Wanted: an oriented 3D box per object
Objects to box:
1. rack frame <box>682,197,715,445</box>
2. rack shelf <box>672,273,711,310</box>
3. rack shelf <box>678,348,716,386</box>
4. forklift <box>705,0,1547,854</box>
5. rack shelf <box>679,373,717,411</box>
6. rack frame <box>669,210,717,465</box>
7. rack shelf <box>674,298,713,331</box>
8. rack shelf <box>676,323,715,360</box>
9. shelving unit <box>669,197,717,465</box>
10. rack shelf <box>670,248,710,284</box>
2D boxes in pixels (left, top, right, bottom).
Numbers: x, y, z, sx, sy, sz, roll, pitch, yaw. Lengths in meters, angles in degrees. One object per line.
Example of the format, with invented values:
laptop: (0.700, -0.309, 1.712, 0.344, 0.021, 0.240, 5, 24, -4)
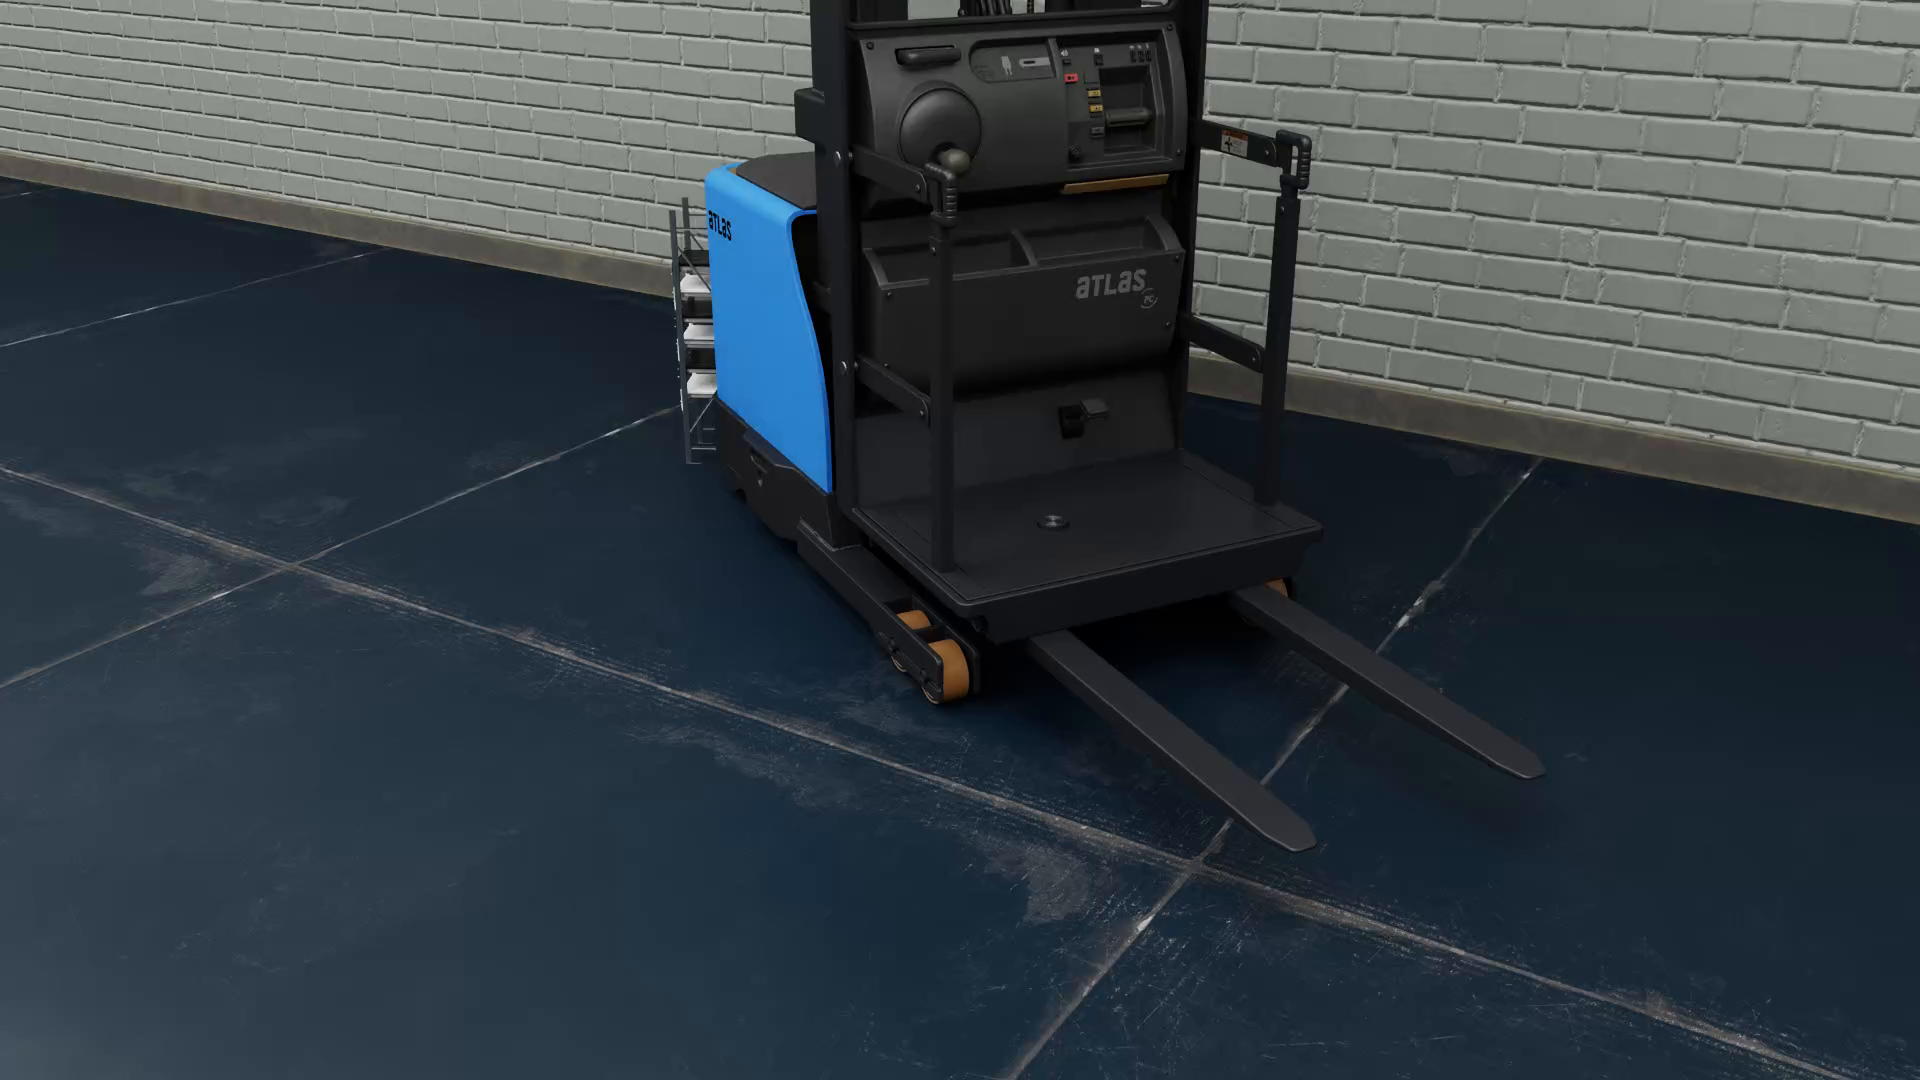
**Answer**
rack frame: (-0.834, -0.759, 5.870, 0.240, 0.900, 0.006, 1, 23, 3)
rack shelf: (-0.839, -0.853, 5.719, 0.258, 0.077, 0.200, 1, 23, 3)
rack shelf: (-0.839, -0.605, 5.826, 0.258, 0.077, 0.200, 1, 23, 3)
forklift: (0.278, -1.124, 4.157, 1.130, 2.935, 3.031, -11, 26, -24)
rack shelf: (-0.839, -0.523, 5.862, 0.258, 0.077, 0.200, 1, 23, 3)
rack frame: (-0.845, -0.678, 5.684, 0.240, 0.900, 0.006, 1, 23, 3)
rack shelf: (-0.839, -0.770, 5.754, 0.258, 0.077, 0.200, 1, 23, 3)
rack shelf: (-0.839, -0.688, 5.790, 0.258, 0.077, 0.200, 1, 23, 3)
shelving unit: (-0.839, -0.718, 5.777, 0.258, 0.900, 0.210, 1, 23, 3)
rack shelf: (-0.839, -0.936, 5.683, 0.258, 0.077, 0.200, 1, 23, 3)
